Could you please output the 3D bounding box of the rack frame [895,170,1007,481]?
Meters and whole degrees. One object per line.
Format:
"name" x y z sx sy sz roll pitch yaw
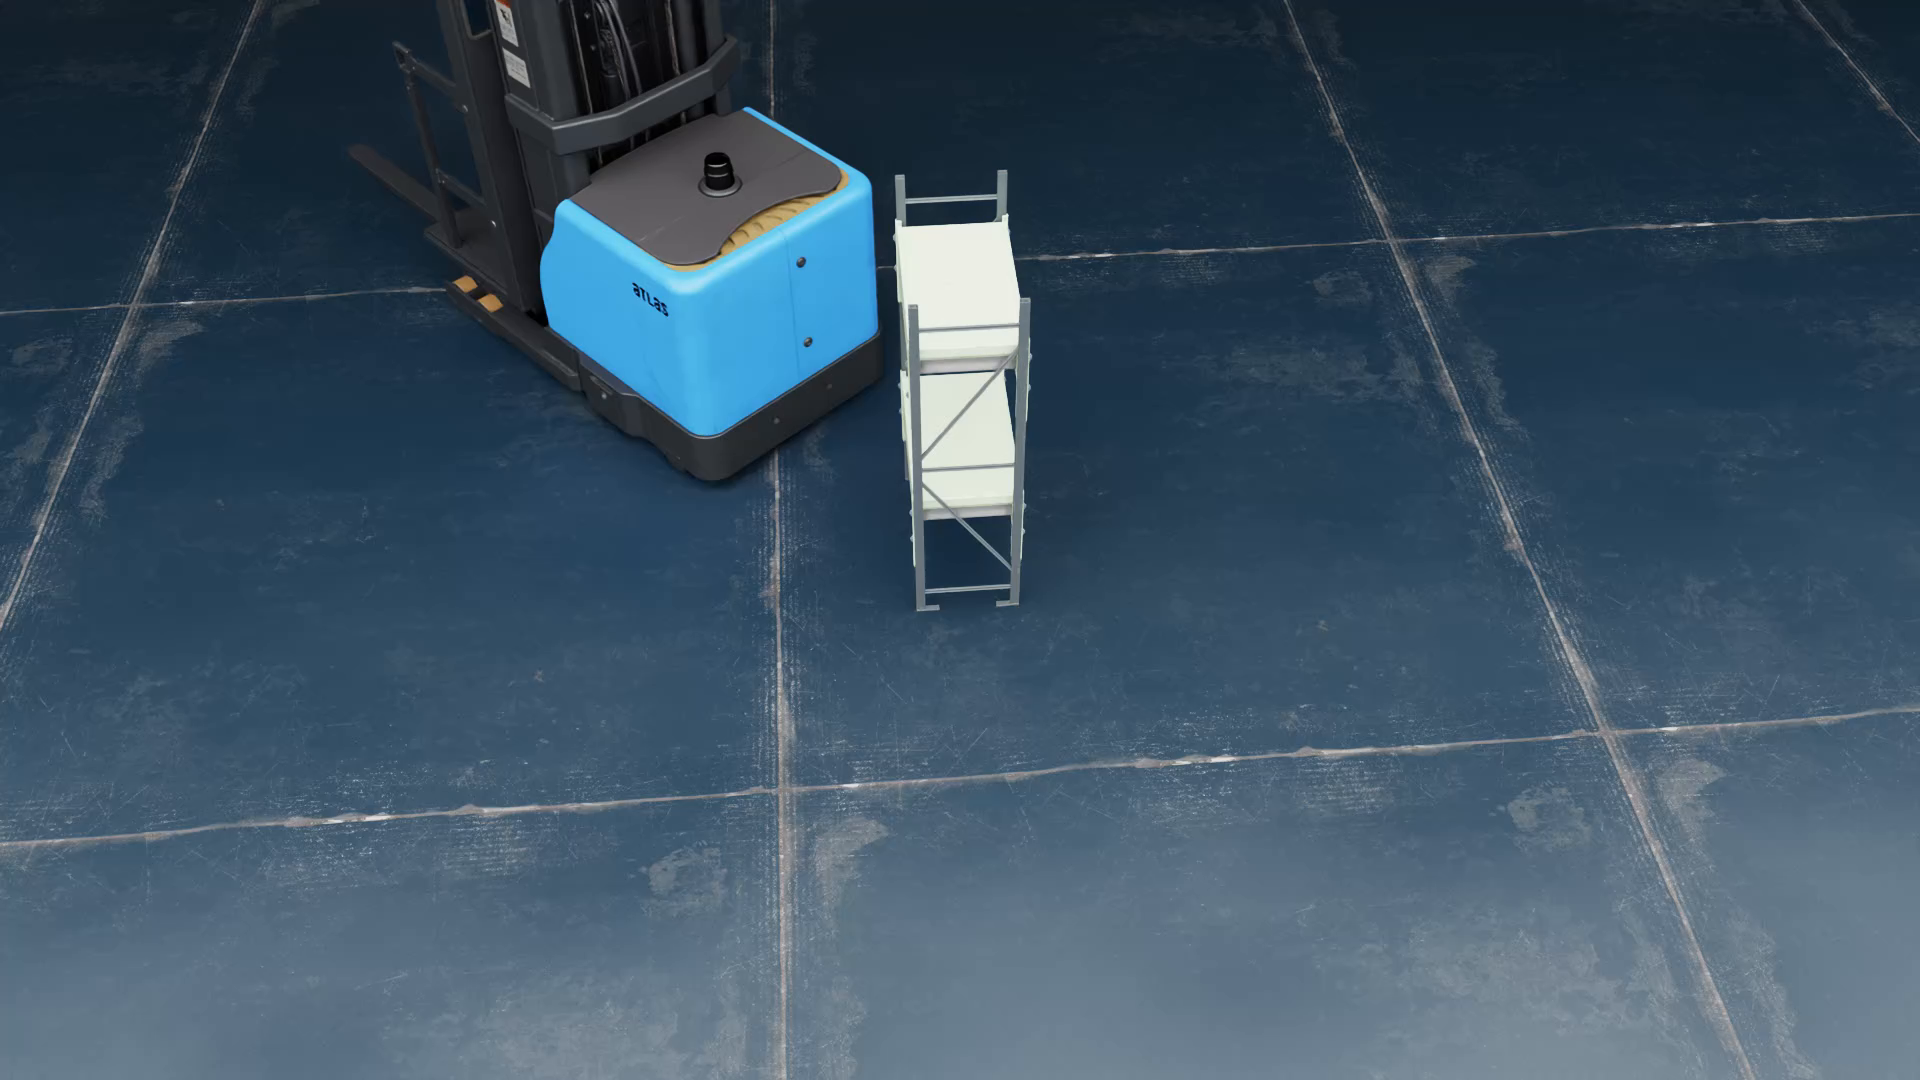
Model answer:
"rack frame" -0.031 -0.785 6.461 0.400 1.500 0.023 -3 47 -3

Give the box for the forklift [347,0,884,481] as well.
"forklift" -1.743 -2.212 6.826 3.031 2.935 1.130 35 56 29

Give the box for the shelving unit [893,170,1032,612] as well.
"shelving unit" -0.001 -0.521 6.210 0.431 1.500 0.755 -3 47 -3

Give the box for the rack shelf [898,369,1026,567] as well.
"rack shelf" -0.001 -0.296 6.447 0.431 0.370 0.720 -3 47 -3

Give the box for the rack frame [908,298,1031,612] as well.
"rack frame" 0.030 -0.256 5.959 0.400 1.500 0.023 -3 47 -3

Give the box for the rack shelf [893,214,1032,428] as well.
"rack shelf" -0.001 -0.789 5.927 0.431 0.370 0.720 -3 47 -3
